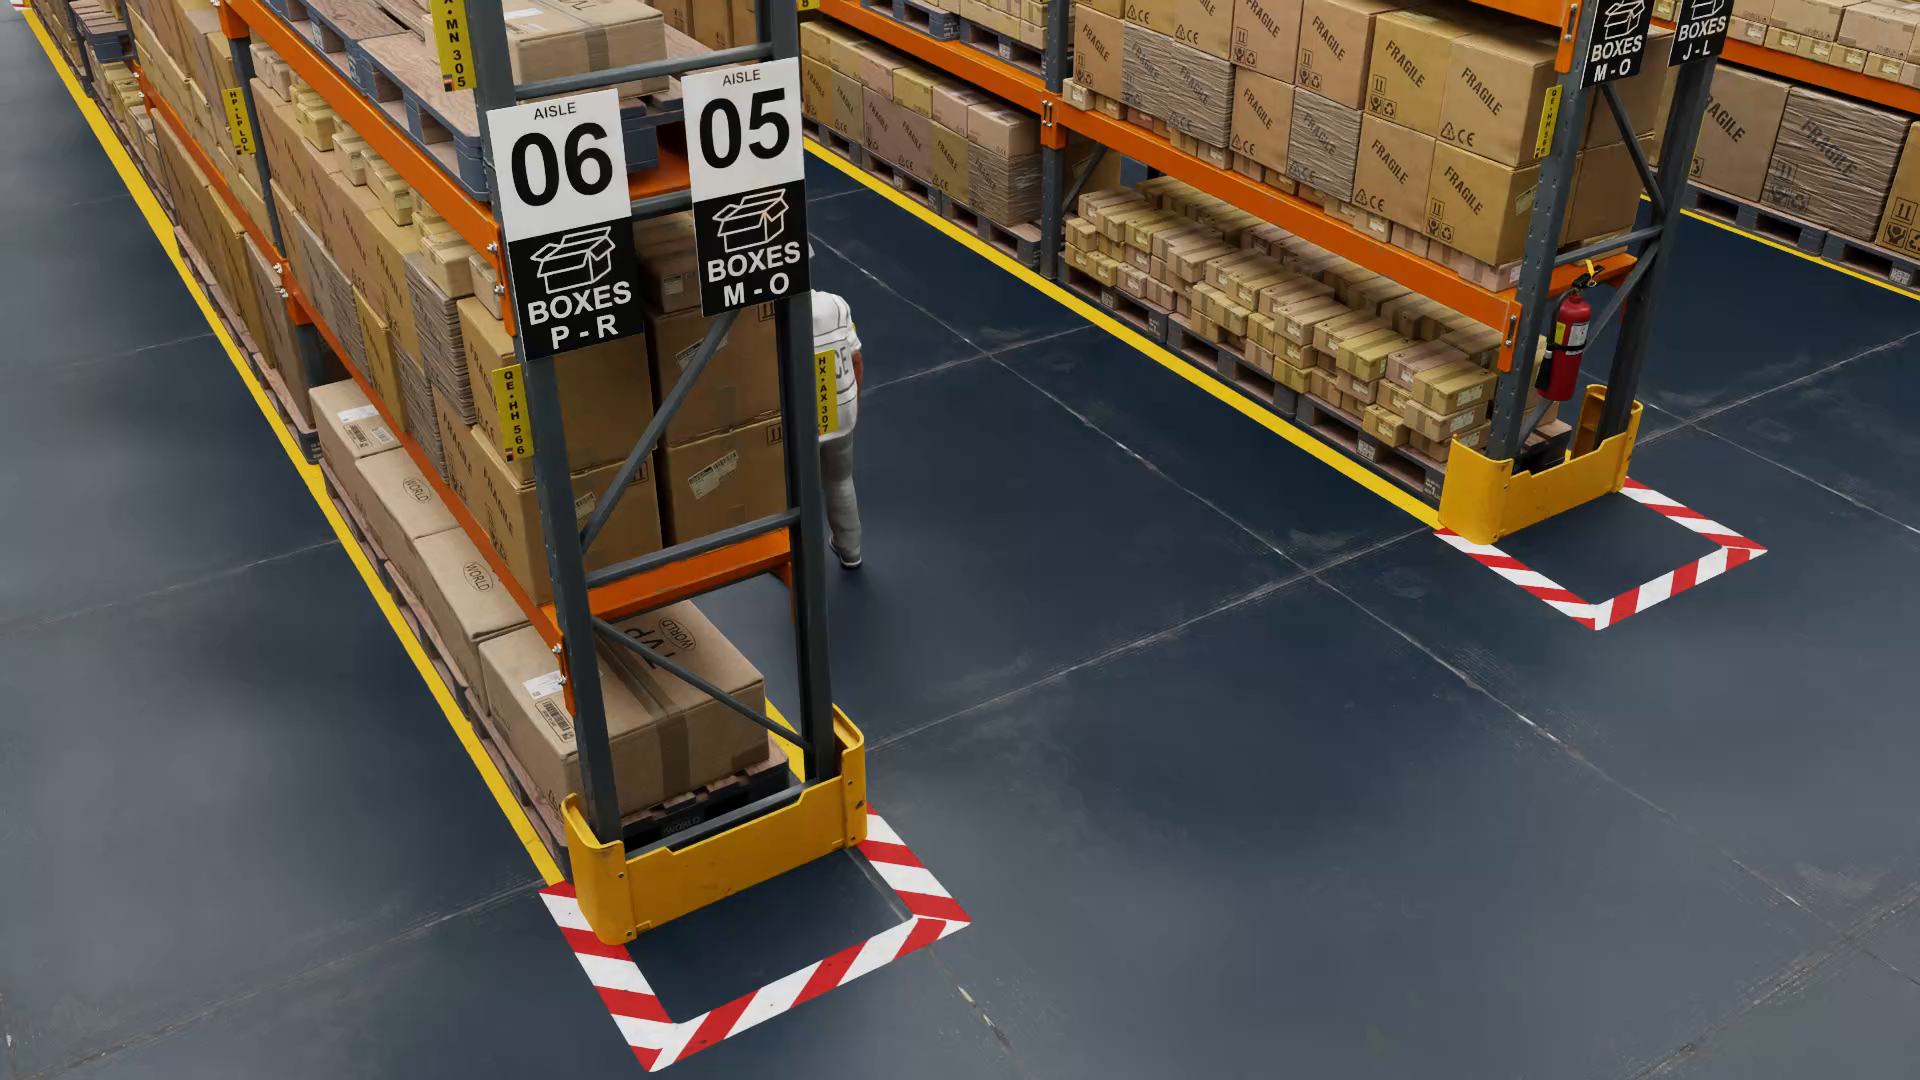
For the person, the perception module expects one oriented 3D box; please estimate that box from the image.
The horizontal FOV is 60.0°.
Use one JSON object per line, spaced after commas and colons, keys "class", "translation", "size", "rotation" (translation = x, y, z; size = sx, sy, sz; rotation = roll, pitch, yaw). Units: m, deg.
{"class": "person", "translation": [-0.729, -0.586, 8.054], "size": [0.583, 1.747, 0.437], "rotation": [-19, 37, -28]}
